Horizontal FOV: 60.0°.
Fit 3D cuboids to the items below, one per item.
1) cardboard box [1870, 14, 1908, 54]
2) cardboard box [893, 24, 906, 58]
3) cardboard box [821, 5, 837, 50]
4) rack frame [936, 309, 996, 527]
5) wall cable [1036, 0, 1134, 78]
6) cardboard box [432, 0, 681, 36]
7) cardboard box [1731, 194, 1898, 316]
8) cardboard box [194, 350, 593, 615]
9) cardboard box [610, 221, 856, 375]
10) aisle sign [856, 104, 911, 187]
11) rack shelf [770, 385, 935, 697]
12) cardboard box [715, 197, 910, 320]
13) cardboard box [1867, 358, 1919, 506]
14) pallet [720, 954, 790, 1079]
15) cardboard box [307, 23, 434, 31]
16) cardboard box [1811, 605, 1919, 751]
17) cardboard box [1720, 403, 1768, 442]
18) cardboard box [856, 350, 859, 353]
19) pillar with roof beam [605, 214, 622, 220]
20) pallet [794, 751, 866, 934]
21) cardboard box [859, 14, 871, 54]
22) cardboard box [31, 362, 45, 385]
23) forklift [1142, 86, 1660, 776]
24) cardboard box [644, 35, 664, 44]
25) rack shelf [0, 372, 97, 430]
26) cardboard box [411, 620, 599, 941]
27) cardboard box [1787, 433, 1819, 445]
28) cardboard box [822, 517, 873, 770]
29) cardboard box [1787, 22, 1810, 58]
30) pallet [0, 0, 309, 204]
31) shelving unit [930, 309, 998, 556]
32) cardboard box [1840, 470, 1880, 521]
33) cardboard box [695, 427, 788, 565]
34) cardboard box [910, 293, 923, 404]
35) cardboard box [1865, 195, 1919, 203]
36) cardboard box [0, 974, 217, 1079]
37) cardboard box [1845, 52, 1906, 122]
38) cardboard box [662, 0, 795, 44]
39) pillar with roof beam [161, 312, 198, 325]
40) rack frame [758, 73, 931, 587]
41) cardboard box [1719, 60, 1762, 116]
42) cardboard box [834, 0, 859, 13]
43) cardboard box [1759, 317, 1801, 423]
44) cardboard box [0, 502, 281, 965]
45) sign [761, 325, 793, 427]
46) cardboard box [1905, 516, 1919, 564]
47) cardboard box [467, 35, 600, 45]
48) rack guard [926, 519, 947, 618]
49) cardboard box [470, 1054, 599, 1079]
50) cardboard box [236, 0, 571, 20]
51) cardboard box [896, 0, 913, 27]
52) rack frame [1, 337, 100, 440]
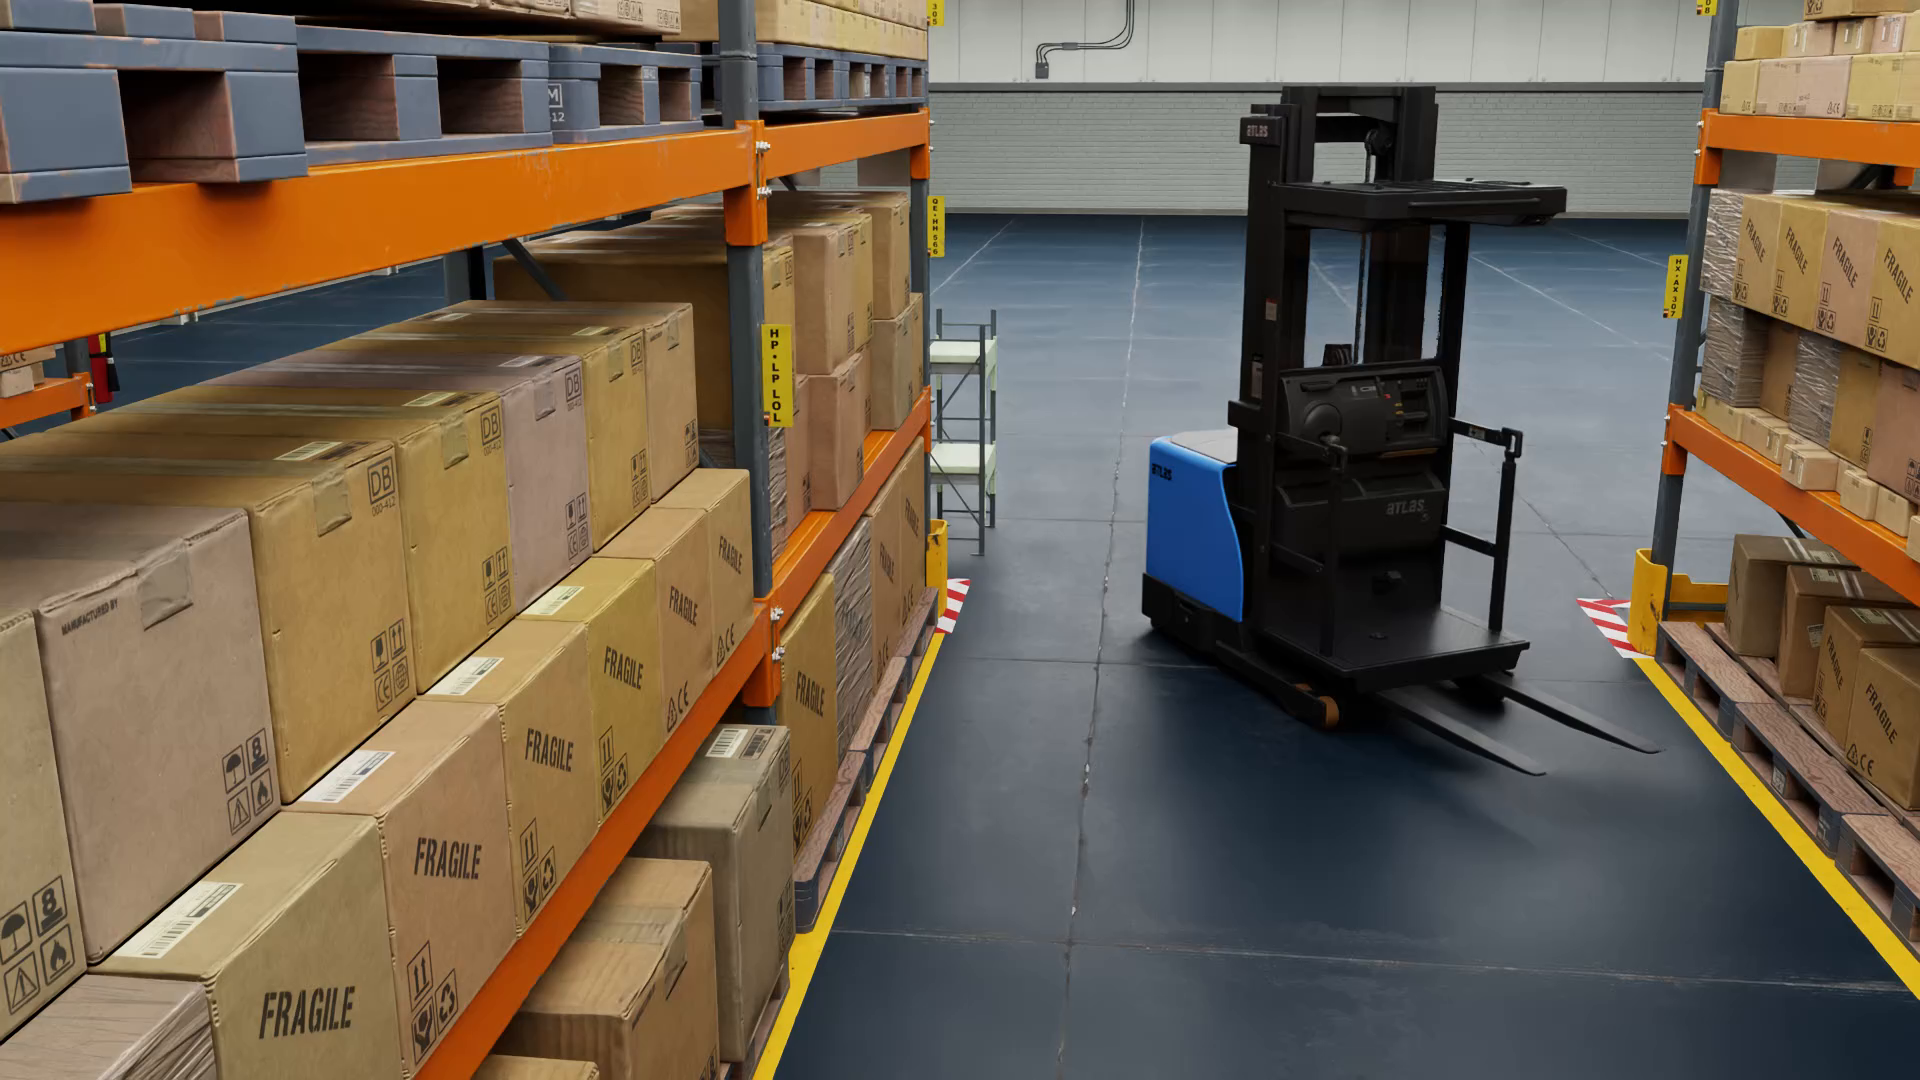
[{"bbox_3d":[3.823,-1.978,6.509,0.380,0.149,0.250,2,15,6],"label":"cardboard box"},{"bbox_3d":[-0.458,-2.334,7.784,0.380,0.149,0.250,2,15,7],"label":"cardboard box"},{"bbox_3d":[-0.658,-1.871,6.074,0.380,0.149,0.250,1,15,5],"label":"cardboard box"},{"bbox_3d":[0.042,-0.821,11.324,0.400,1.500,0.023,2,15,6],"label":"rack frame"},{"bbox_3d":[2.955,-13.920,38.887,2.305,6.003,0.169,2,15,6],"label":"wall cable"},{"bbox_3d":[-1.043,-1.451,4.326,0.500,0.250,0.500,2,15,7],"label":"cardboard box"},{"bbox_3d":[3.850,-1.288,7.501,0.500,0.500,0.500,2,15,6],"label":"cardboard box"},{"bbox_3d":[-1.286,-0.150,3.862,0.700,0.500,0.500,2,15,7],"label":"cardboard box"},{"bbox_3d":[-0.903,-0.983,6.693,0.875,0.550,0.550,2,15,6],"label":"cardboard box"},{"bbox_3d":[-0.365,-2.314,8.993,0.394,0.787,0.004,2,15,6],"label":"aisle sign"},{"bbox_3d":[-0.897,-0.184,7.473,1.077,0.370,4.000,2,15,6],"label":"rack shelf"},{"bbox_3d":[-0.722,-1.403,8.247,0.875,0.550,0.550,2,15,6],"label":"cardboard box"},{"bbox_3d":[3.954,-0.408,6.163,0.875,0.500,0.500,2,15,6],"label":"cardboard box"},{"bbox_3d":[-1.135,1.536,5.076,1.003,0.211,1.213,2,15,6],"label":"pallet"},{"bbox_3d":[-1.486,-1.328,4.066,0.250,0.149,0.380,2,15,6],"label":"cardboard box"},{"bbox_3d":[4.036,0.606,7.159,0.500,0.500,0.500,3,15,11],"label":"cardboard box"},{"bbox_3d":[3.886,-0.560,7.970,0.380,0.149,0.250,2,15,6],"label":"cardboard box"},{"bbox_3d":[-0.915,-0.601,7.351,0.875,0.550,0.500,2,15,6],"label":"cardboard box"},{"bbox_3d":[-3.845,-11.710,37.230,9.100,9.000,0.400,2,15,6],"label":"pillar with roof beam"},{"bbox_3d":[-0.959,1.139,6.545,1.003,0.211,1.213,2,15,6],"label":"pallet"},{"bbox_3d":[-0.572,-2.069,6.805,0.380,0.149,0.250,2,15,7],"label":"cardboard box"},{"bbox_3d":[-5.431,-0.945,9.390,0.380,0.149,0.250,2,15,8],"label":"cardboard box"},{"bbox_3d":[2.063,-0.640,7.916,1.130,2.935,3.031,-6,16,-22],"label":"forklift"},{"bbox_3d":[-1.314,-1.893,6.153,0.380,0.149,0.250,2,15,6],"label":"cardboard box"},{"bbox_3d":[-5.827,-0.303,7.915,1.077,0.370,4.000,2,15,6],"label":"rack shelf"},{"bbox_3d":[-1.085,0.477,3.461,0.500,0.500,0.500,2,15,6],"label":"cardboard box"},{"bbox_3d":[3.842,-0.365,7.246,0.380,0.149,0.250,2,15,6],"label":"cardboard box"},{"bbox_3d":[-0.884,0.416,7.144,0.875,0.875,0.875,2,15,7],"label":"cardboard box"},{"bbox_3d":[3.852,-2.179,7.250,0.380,0.149,0.250,2,15,9],"label":"cardboard box"},{"bbox_3d":[-1.554,-0.500,1.880,1.213,0.211,1.003,2,15,9],"label":"pallet"},{"bbox_3d":[0.001,-0.726,10.973,0.431,1.500,0.755,2,15,6],"label":"shelving unit"},{"bbox_3d":[3.711,-0.172,6.531,0.380,0.149,0.250,2,15,6],"label":"cardboard box"},{"bbox_3d":[-1.093,-0.181,5.796,0.875,0.550,0.550,2,15,6],"label":"cardboard box"},{"bbox_3d":[-0.668,-1.024,8.917,0.875,0.550,0.550,2,15,6],"label":"cardboard box"},{"bbox_3d":[4.379,-1.272,7.443,0.500,0.500,0.500,2,15,6],"label":"cardboard box"},{"bbox_3d":[-1.255,0.869,2.012,0.500,0.500,0.500,2,15,7],"label":"cardboard box"},{"bbox_3d":[3.769,-1.738,6.384,0.500,0.250,0.500,2,15,8],"label":"cardboard box"},{"bbox_3d":[-0.744,-1.674,5.346,0.380,0.149,0.250,1,15,5],"label":"cardboard box"},{"bbox_3d":[-5.876,-7.042,19.965,9.100,9.000,0.400,2,15,6],"label":"pillar with roof beam"},{"bbox_3d":[-0.671,-1.050,9.297,1.000,3.000,0.127,2,15,6],"label":"rack frame"},{"bbox_3d":[3.935,-2.136,7.854,0.500,0.250,0.500,2,15,8],"label":"cardboard box"},{"bbox_3d":[-0.677,-2.163,6.388,0.500,0.250,0.500,2,15,6],"label":"cardboard box"},{"bbox_3d":[4.219,-0.794,7.591,0.875,0.500,0.500,2,15,6],"label":"cardboard box"},{"bbox_3d":[-1.457,0.247,2.395,0.700,0.500,0.500,1,15,5],"label":"cardboard box"},{"bbox_3d":[-0.582,-0.519,5.270,0.100,0.325,0.005,2,15,6],"label":"sign"},{"bbox_3d":[3.570,0.021,5.818,0.380,0.149,0.250,2,15,6],"label":"cardboard box"},{"bbox_3d":[-1.399,-1.694,5.418,0.380,0.149,0.250,2,15,6],"label":"cardboard box"},{"bbox_3d":[-0.668,0.151,9.647,1.175,0.500,0.348,2,15,6],"label":"rack guard"},{"bbox_3d":[-1.320,1.526,3.276,1.050,0.750,0.750,2,15,7],"label":"cardboard box"},{"bbox_3d":[-1.102,-1.207,3.308,0.500,0.311,0.500,1,15,4],"label":"cardboard box"},{"bbox_3d":[-0.506,-2.555,7.839,0.500,0.250,0.500,2,15,6],"label":"cardboard box"},{"bbox_3d":[-5.601,-1.169,9.739,1.000,3.000,0.127,2,15,6],"label":"rack frame"}]
